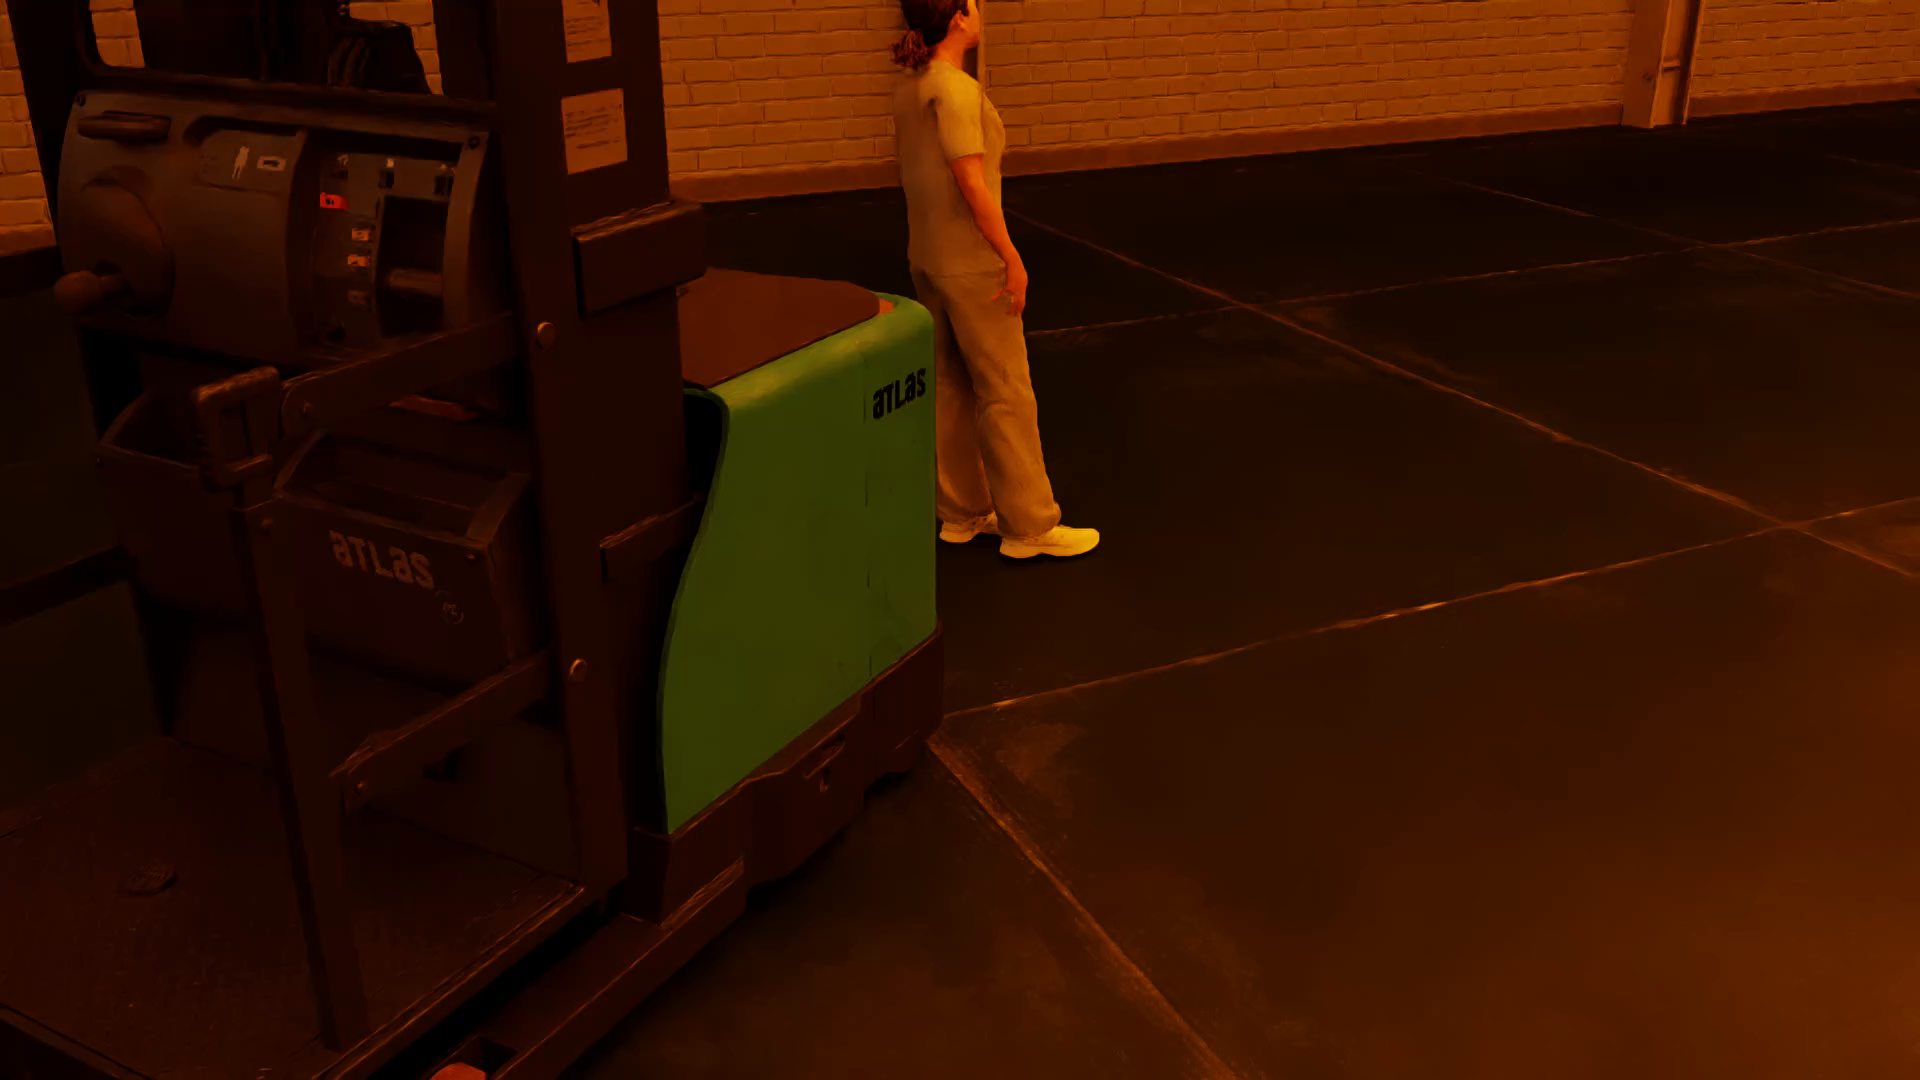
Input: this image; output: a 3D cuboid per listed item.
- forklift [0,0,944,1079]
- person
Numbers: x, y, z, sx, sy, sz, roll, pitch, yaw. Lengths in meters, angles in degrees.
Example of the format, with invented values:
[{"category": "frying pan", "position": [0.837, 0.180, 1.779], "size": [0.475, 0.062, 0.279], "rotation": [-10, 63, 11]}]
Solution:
[{"category": "forklift", "position": [-1.194, -0.475, 2.429], "size": [1.130, 2.935, 3.031], "rotation": [12, 25, 27]}, {"category": "person", "position": [0.072, -0.778, 4.805], "size": [0.548, 1.652, 0.550], "rotation": [-10, 25, -23]}]
